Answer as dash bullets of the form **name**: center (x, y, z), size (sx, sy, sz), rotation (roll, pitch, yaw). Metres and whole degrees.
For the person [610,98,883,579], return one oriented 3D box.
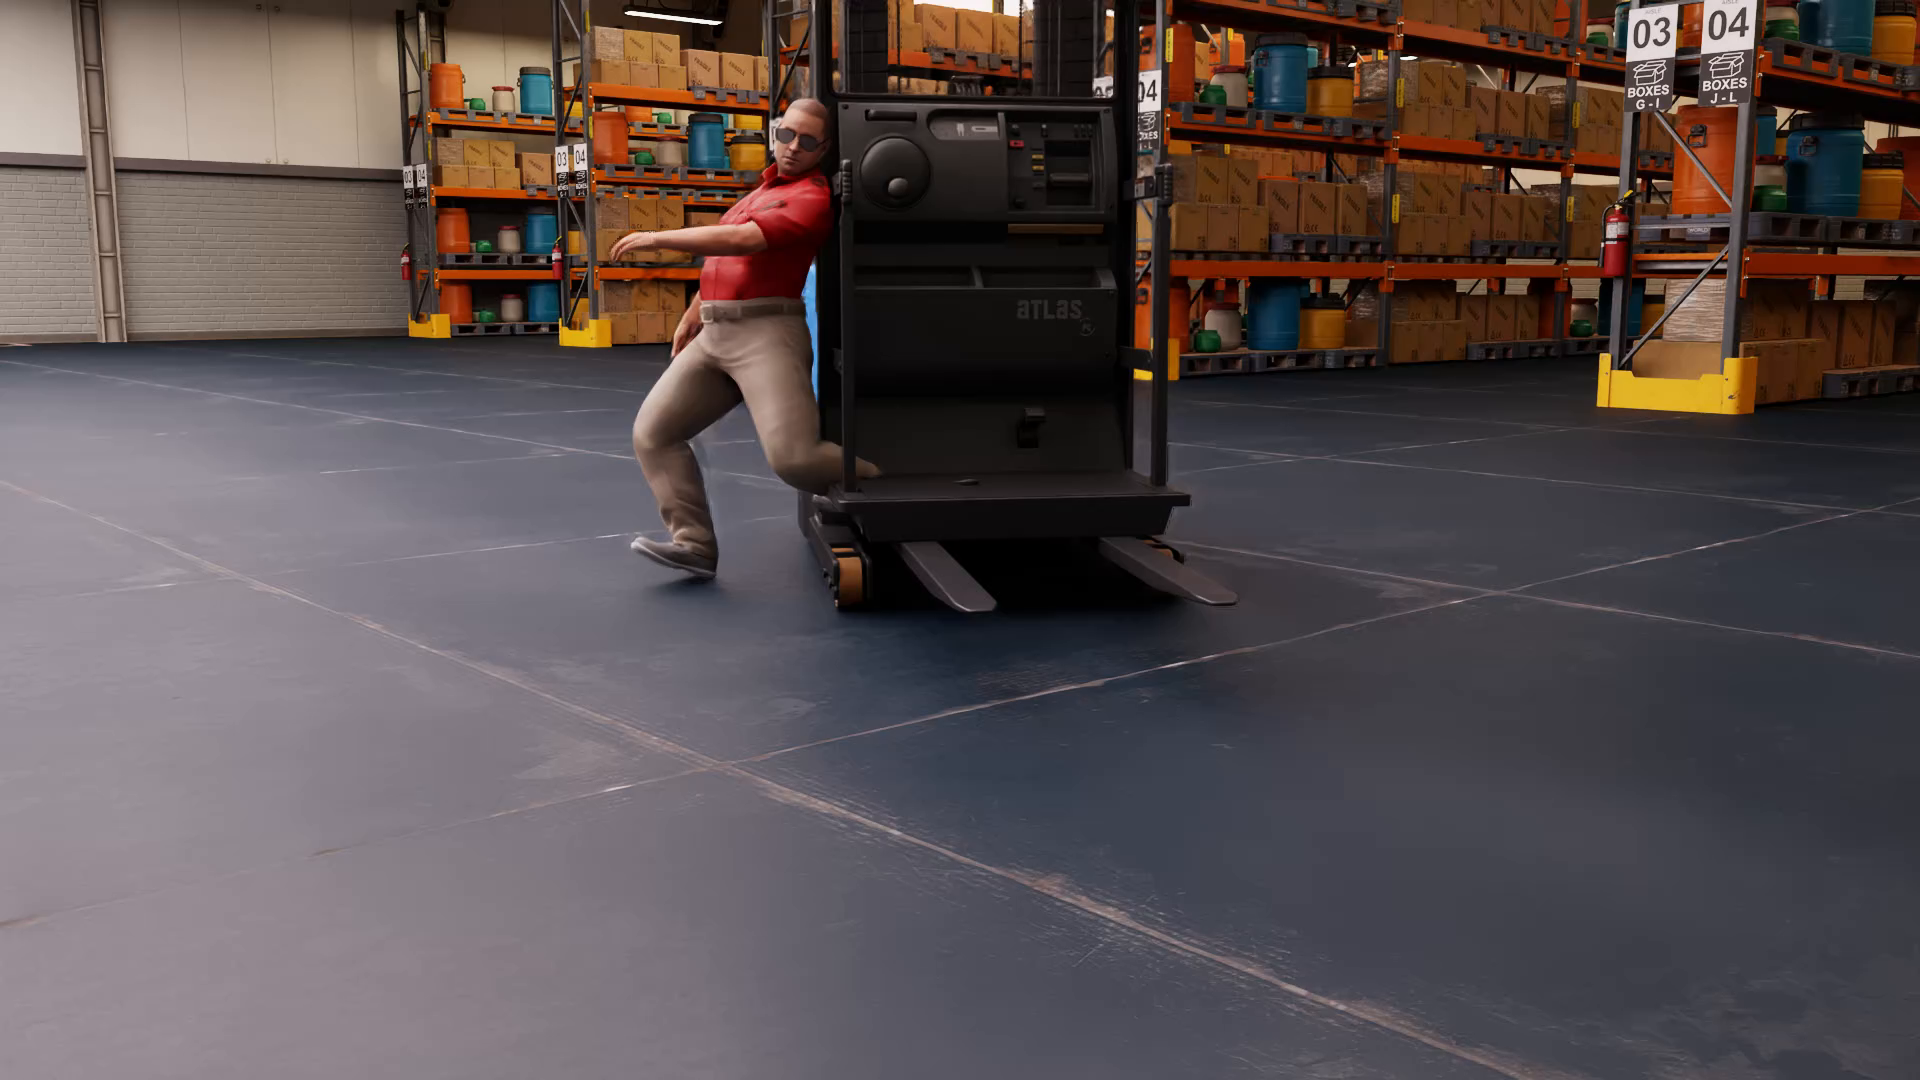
- **person**: center (-0.729, -0.638, 5.496), size (0.851, 1.596, 0.838), rotation (-8, 12, -43)

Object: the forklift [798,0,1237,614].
- **forklift**: center (0.100, -1.294, 5.315), size (1.130, 2.935, 3.031), rotation (-1, 9, -9)
